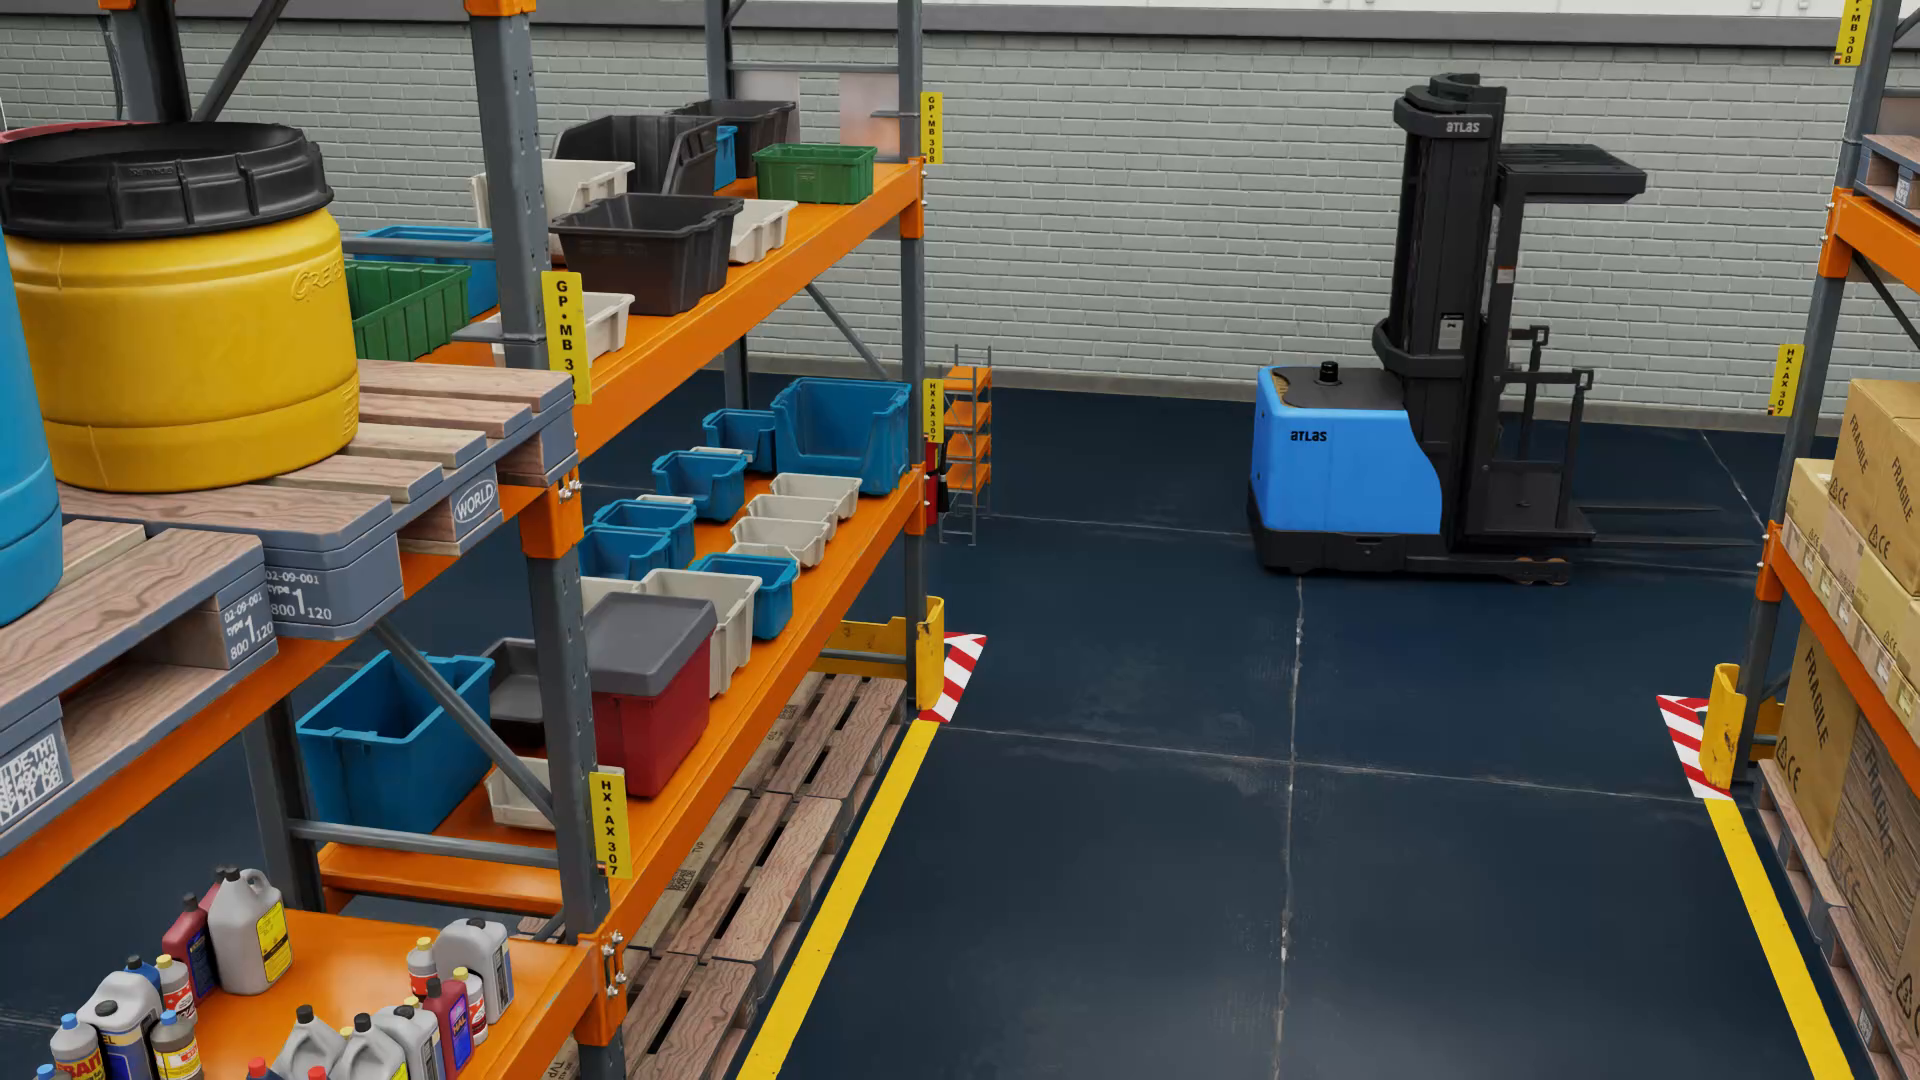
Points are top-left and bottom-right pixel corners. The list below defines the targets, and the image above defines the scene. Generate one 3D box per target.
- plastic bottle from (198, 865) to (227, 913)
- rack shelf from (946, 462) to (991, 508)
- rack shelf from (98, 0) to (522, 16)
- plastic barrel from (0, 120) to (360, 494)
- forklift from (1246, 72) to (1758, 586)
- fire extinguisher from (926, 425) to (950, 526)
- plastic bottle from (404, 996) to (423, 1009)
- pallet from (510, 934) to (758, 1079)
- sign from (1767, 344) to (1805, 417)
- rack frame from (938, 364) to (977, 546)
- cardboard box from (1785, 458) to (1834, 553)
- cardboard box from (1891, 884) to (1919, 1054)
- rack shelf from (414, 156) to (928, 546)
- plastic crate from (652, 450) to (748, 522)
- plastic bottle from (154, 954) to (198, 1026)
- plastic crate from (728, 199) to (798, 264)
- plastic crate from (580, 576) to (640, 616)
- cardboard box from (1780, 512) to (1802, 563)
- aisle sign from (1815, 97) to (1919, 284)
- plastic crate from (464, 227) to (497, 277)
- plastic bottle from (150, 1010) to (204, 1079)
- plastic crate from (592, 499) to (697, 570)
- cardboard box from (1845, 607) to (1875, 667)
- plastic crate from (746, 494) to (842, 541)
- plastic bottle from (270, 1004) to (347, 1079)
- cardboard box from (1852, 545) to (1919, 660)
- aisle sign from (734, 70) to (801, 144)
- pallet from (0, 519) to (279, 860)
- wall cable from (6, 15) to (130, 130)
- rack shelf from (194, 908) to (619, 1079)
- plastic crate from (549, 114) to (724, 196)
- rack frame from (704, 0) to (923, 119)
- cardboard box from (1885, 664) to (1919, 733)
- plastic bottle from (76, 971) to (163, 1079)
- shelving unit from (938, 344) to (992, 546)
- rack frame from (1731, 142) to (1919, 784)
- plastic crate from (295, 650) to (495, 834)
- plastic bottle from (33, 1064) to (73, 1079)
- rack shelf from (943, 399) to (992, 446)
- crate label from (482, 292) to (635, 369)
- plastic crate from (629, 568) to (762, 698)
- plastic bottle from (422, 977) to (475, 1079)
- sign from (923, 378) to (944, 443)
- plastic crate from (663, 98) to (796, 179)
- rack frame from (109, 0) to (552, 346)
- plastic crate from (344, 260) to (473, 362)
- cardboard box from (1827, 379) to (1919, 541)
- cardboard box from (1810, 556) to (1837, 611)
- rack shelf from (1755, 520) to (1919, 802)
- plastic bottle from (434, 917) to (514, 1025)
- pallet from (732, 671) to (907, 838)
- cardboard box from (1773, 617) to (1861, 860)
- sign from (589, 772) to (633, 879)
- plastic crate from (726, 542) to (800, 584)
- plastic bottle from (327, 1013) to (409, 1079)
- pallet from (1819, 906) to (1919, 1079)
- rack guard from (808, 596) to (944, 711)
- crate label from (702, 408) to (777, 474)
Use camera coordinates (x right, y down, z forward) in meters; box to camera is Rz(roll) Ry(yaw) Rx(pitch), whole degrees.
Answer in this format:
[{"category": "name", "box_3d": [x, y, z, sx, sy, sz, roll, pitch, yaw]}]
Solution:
[{"category": "plastic bottle", "box_3d": [-1.982, 1.022, 4.458, 0.061, 0.283, 0.133, 4, 22, 11]}, {"category": "rack shelf", "box_3d": [0.034, -0.371, 10.879, 0.258, 0.148, 0.480, 4, 22, 11]}, {"category": "rack shelf", "box_3d": [-1.897, -0.666, 1.961, 1.077, 0.370, 4.000, 4, 22, 11]}, {"category": "plastic barrel", "box_3d": [-1.477, -0.458, 3.147, 0.600, 0.588, 0.600, 0, 22, 0]}, {"category": "forklift", "box_3d": [3.400, -1.286, 10.125, 3.031, 2.935, 1.130, 1, 22, 4]}, {"category": "fire extinguisher", "box_3d": [-0.197, -0.409, 8.456, 0.296, 0.674, 0.183, 4, 22, 11]}, {"category": "plastic bottle", "box_3d": [-1.337, 1.215, 4.087, 0.097, 0.201, 0.097, 0, 22, 0]}, {"category": "pallet", "box_3d": [-1.377, 1.887, 5.885, 1.003, 0.211, 1.213, 4, 22, 11]}, {"category": "sign", "box_3d": [3.634, -0.702, 7.317, 0.100, 0.325, 0.005, 4, 22, 11]}, {"category": "rack frame", "box_3d": [-0.016, -0.528, 10.558, 0.240, 1.200, 0.015, 4, 22, 11]}, {"category": "cardboard box", "box_3d": [3.814, -0.133, 6.971, 0.500, 0.250, 0.500, 4, 22, 9]}, {"category": "cardboard box", "box_3d": [3.756, 1.470, 5.471, 0.875, 0.875, 0.875, 4, 22, 11]}, {"category": "rack shelf", "box_3d": [-1.081, -0.923, 6.079, 1.077, 0.370, 4.000, 4, 22, 11]}, {"category": "plastic crate", "box_3d": [-1.180, -0.241, 7.581, 0.416, 0.233, 0.300, 4, 22, 11]}, {"category": "plastic bottle", "box_3d": [-2.014, 1.152, 4.244, 0.097, 0.201, 0.097, 0, 22, 0]}, {"category": "plastic crate", "box_3d": [-0.852, -1.092, 5.886, 0.437, 0.136, 0.530, 4, 22, 11]}, {"category": "plastic crate", "box_3d": [-1.428, 0.301, 6.365, 0.293, 0.136, 0.466, 4, 22, 11]}, {"category": "cardboard box", "box_3d": [3.780, 0.002, 7.170, 0.380, 0.149, 0.250, 5, 22, 12]}, {"category": "aisle sign", "box_3d": [3.897, -1.475, 7.020, 0.394, 0.787, 0.004, 4, 22, 11]}, {"category": "plastic crate", "box_3d": [-1.602, -0.897, 5.404, 0.293, 0.136, 0.466, 4, 22, 11]}, {"category": "plastic bottle", "box_3d": [-1.905, 1.235, 4.039, 0.097, 0.201, 0.097, 0, 22, 0]}, {"category": "plastic crate", "box_3d": [-1.314, -0.001, 6.983, 0.416, 0.233, 0.300, 4, 22, 11]}, {"category": "cardboard box", "box_3d": [3.573, 0.378, 6.237, 0.380, 0.149, 0.250, 4, 22, 10]}, {"category": "plastic crate", "box_3d": [-0.735, -0.086, 7.324, 0.396, 0.136, 0.243, 4, 22, 11]}, {"category": "plastic bottle", "box_3d": [-1.497, 1.239, 3.828, 0.144, 0.351, 0.185, 4, 22, 11]}, {"category": "cardboard box", "box_3d": [3.608, 0.241, 6.042, 0.500, 0.250, 0.500, 4, 22, 9]}, {"category": "aisle sign", "box_3d": [-0.949, -1.852, 7.957, 0.394, 0.787, 0.004, 4, 22, 11]}, {"category": "pallet", "box_3d": [-1.782, 0.271, 2.403, 1.003, 0.211, 1.213, 4, 22, 11]}, {"category": "wall cable", "box_3d": [-8.868, -4.736, 14.724, 3.097, 2.526, 0.112, 4, 22, 11]}, {"category": "rack shelf", "box_3d": [-1.897, 1.931, 3.007, 1.077, 0.370, 4.000, 4, 22, 11]}, {"category": "plastic crate", "box_3d": [-1.254, -1.422, 6.437, 0.504, 0.338, 0.767, 4, 22, 11]}, {"category": "rack frame", "box_3d": [-0.673, -3.380, 7.200, 1.000, 3.000, 0.127, 4, 22, 11]}, {"category": "cardboard box", "box_3d": [3.468, 0.564, 5.773, 0.380, 0.149, 0.250, 4, 22, 10]}, {"category": "plastic bottle", "box_3d": [-2.031, 1.197, 4.031, 0.152, 0.276, 0.135, 4, 22, 11]}, {"category": "shelving unit", "box_3d": [0.034, -0.617, 10.780, 0.258, 1.200, 0.503, 4, 22, 11]}, {"category": "rack frame", "box_3d": [4.176, -0.220, 7.383, 1.000, 3.000, 0.127, 4, 22, 11]}, {"category": "plastic crate", "box_3d": [-1.728, 0.649, 5.169, 0.392, 0.384, 0.575, 4, 22, 11]}, {"category": "plastic bottle", "box_3d": [-2.102, 1.308, 3.857, 0.097, 0.201, 0.097, 0, 22, 0]}, {"category": "rack shelf", "box_3d": [0.034, -0.762, 10.721, 0.258, 0.148, 0.480, 4, 22, 11]}, {"category": "crate label", "box_3d": [-1.106, -0.560, 4.567, 0.293, 0.136, 0.466, 4, 22, 11]}, {"category": "plastic crate", "box_3d": [-0.997, 0.349, 6.051, 0.437, 0.282, 0.530, 4, 22, 11]}, {"category": "plastic bottle", "box_3d": [-1.256, 1.177, 4.073, 0.061, 0.283, 0.133, 4, 22, 11]}, {"category": "sign", "box_3d": [-0.131, -0.637, 8.201, 0.100, 0.325, 0.005, 4, 22, 11]}, {"category": "plastic crate", "box_3d": [-1.024, -1.808, 7.488, 0.497, 0.269, 0.590, 4, 22, 11]}, {"category": "rack frame", "box_3d": [-1.489, -1.917, 3.568, 1.000, 3.000, 0.127, 4, 22, 11]}, {"category": "plastic crate", "box_3d": [-1.699, -0.605, 4.610, 0.450, 0.188, 0.662, 4, 22, 11]}, {"category": "cardboard box", "box_3d": [3.712, -0.298, 6.377, 0.500, 0.500, 0.500, 4, 22, 10]}, {"category": "cardboard box", "box_3d": [3.678, 0.189, 6.705, 0.380, 0.149, 0.250, 4, 22, 10]}, {"category": "rack shelf", "box_3d": [3.768, 0.846, 5.702, 1.077, 0.370, 4.000, 4, 22, 11]}, {"category": "plastic bottle", "box_3d": [-1.253, 1.092, 4.293, 0.152, 0.276, 0.135, 4, 22, 11]}, {"category": "pallet", "box_3d": [-0.879, 0.995, 8.100, 1.003, 0.211, 1.213, 4, 22, 11]}, {"category": "cardboard box", "box_3d": [4.124, 0.811, 7.106, 0.875, 0.875, 0.875, 4, 22, 11]}, {"category": "sign", "box_3d": [-0.951, 0.780, 4.531, 0.100, 0.325, 0.005, 4, 22, 11]}, {"category": "plastic crate", "box_3d": [-0.810, 0.128, 6.794, 0.298, 0.136, 0.250, 4, 22, 11]}, {"category": "plastic bottle", "box_3d": [-1.356, 1.250, 3.801, 0.144, 0.351, 0.185, 4, 22, 11]}, {"category": "pallet", "box_3d": [3.838, 1.817, 6.059, 1.003, 0.211, 1.213, 4, 22, 11]}, {"category": "rack guard", "box_3d": [-0.681, 0.553, 8.812, 1.175, 0.500, 0.348, 4, 22, 11]}, {"category": "crate label", "box_3d": [-1.046, -0.482, 8.179, 0.416, 0.233, 0.303, 4, 22, 11]}]
